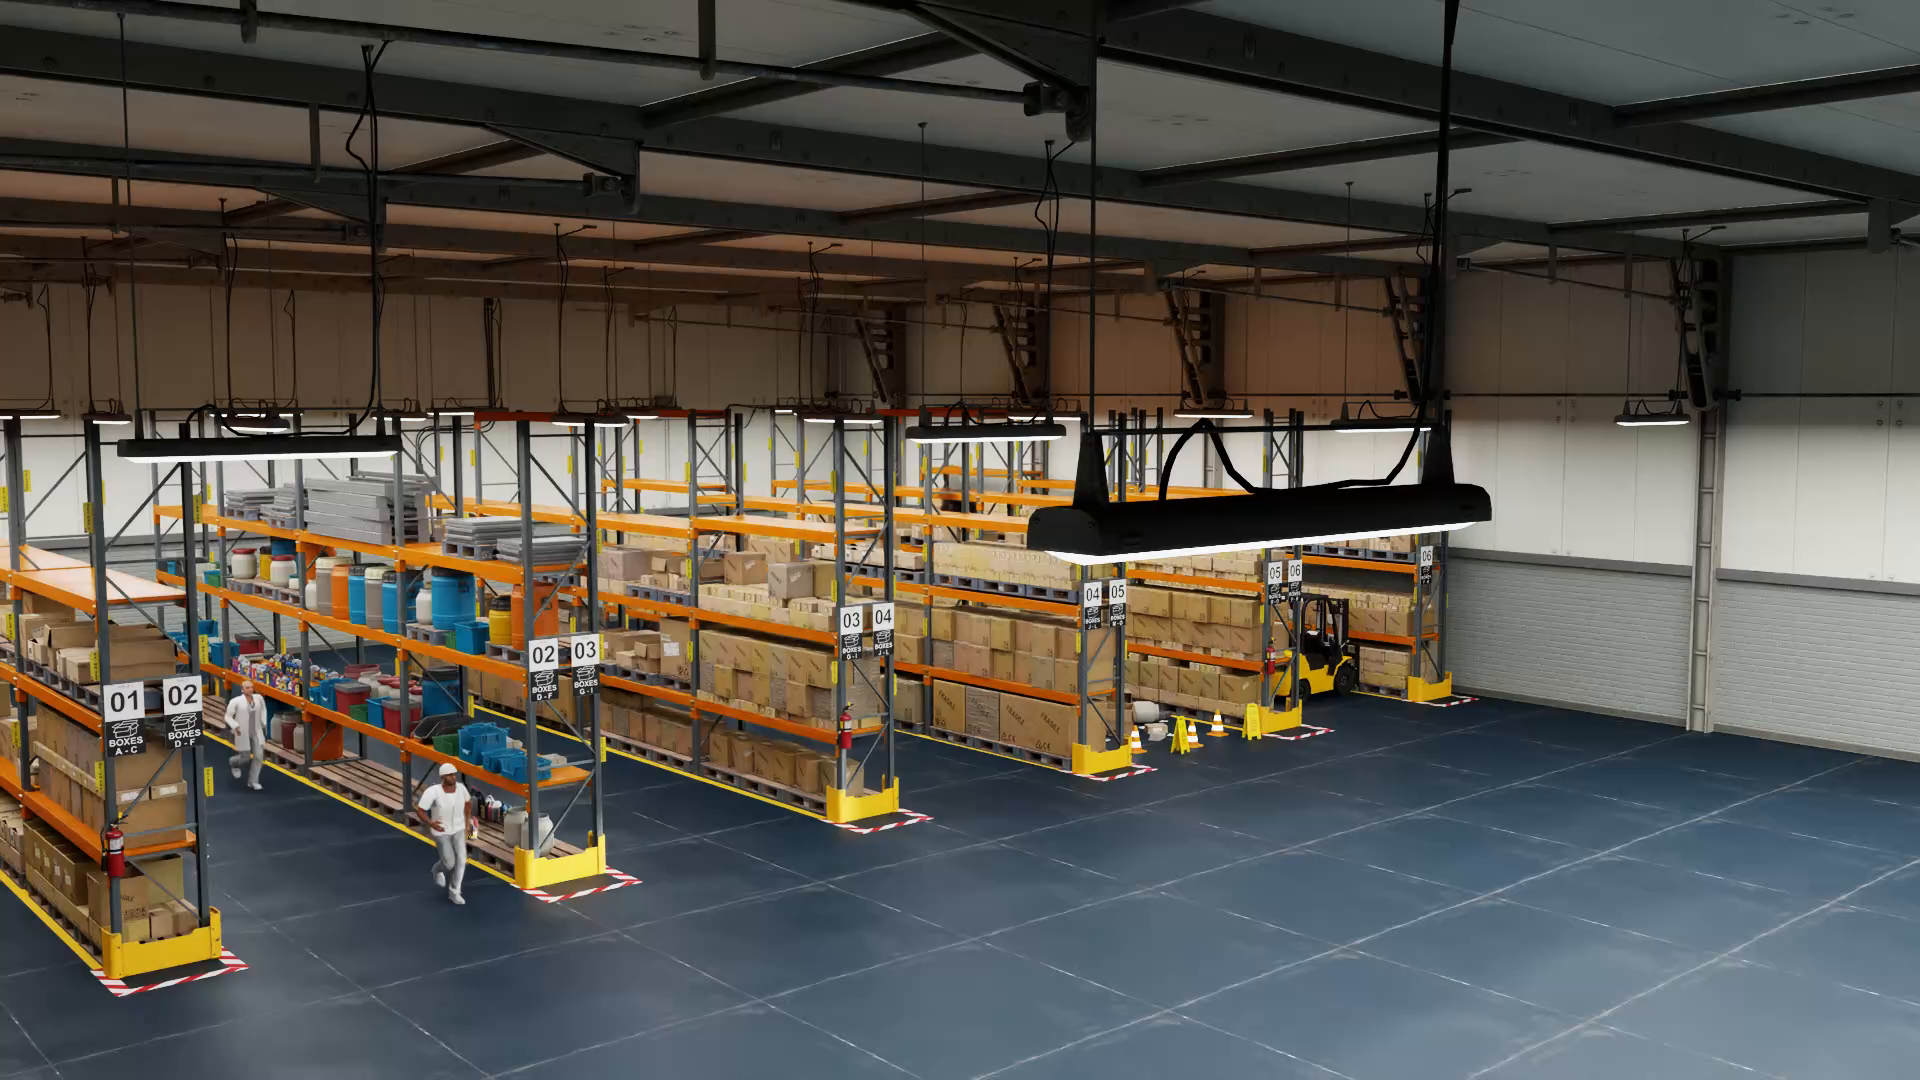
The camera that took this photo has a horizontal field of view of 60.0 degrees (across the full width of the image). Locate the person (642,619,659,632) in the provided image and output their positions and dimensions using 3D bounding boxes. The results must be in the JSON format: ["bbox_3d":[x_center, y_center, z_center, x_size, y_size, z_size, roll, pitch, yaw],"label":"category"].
[{"bbox_3d":[-7.677,1.876,41.268,0.676,1.740,0.656,0,5,-1],"label":"person"}]

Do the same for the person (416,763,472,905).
[{"bbox_3d":[-6.422,3.652,20.827,0.738,1.748,0.682,-4,7,-41],"label":"person"}]

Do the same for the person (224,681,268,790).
[{"bbox_3d":[-11.489,3.115,26.786,0.846,1.743,0.702,5,7,45],"label":"person"}]
